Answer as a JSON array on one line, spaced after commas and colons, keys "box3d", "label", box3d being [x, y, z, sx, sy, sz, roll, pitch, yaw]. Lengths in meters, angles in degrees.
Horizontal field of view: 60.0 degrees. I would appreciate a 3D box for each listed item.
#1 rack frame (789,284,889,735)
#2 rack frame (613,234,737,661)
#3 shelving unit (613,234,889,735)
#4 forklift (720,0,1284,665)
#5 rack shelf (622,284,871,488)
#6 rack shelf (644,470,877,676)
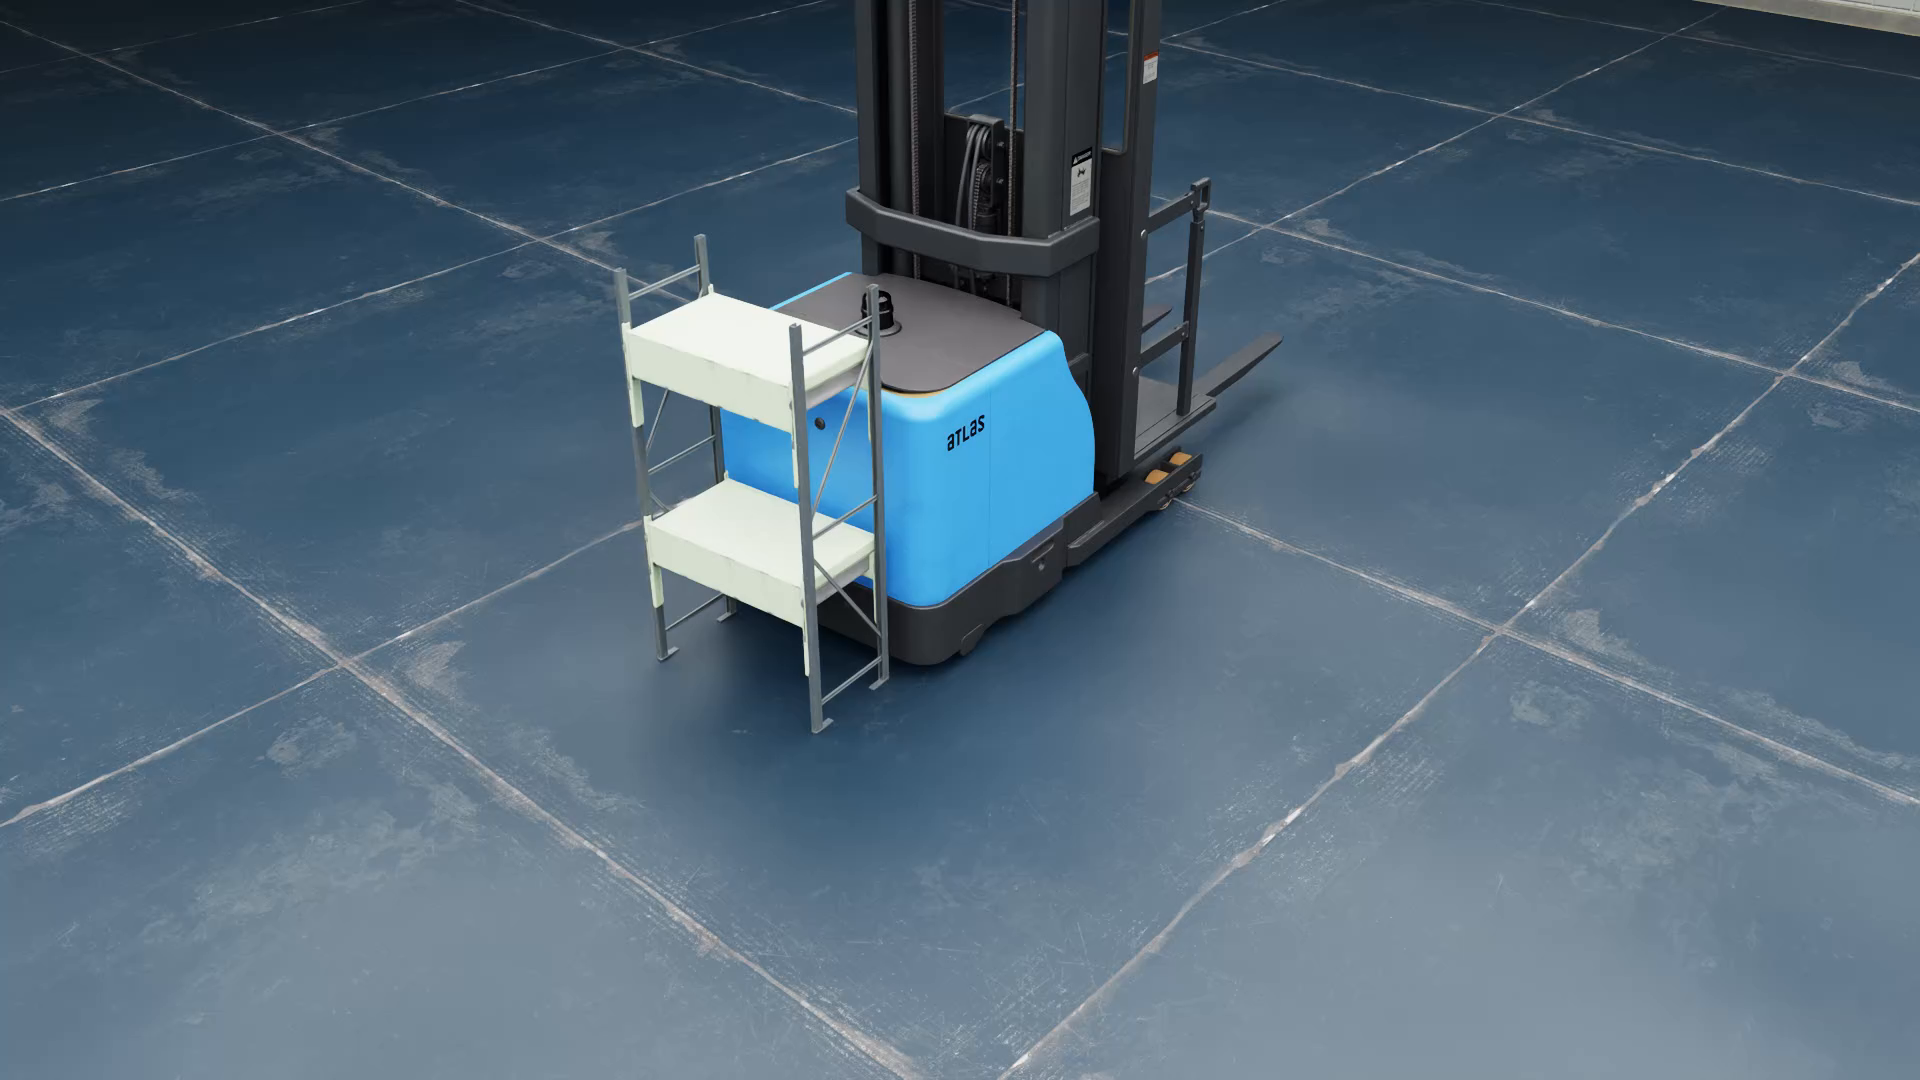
[{"box3d": [-0.378, -0.067, 5.407, 0.023, 1.500, 0.400, 21, 37, 30], "label": "rack frame"}, {"box3d": [-0.970, -0.289, 5.776, 0.023, 1.500, 0.400, 21, 37, 30], "label": "rack frame"}, {"box3d": [-0.674, -0.178, 5.592, 0.755, 1.500, 0.431, 21, 37, 30], "label": "shelving unit"}, {"box3d": [0.376, -1.517, 6.428, 1.130, 2.935, 3.031, 21, 37, 31], "label": "forklift"}, {"box3d": [-0.674, -0.512, 5.390, 0.720, 0.370, 0.431, 21, 37, 30], "label": "rack shelf"}, {"box3d": [-0.674, 0.101, 5.760, 0.720, 0.370, 0.431, 21, 37, 30], "label": "rack shelf"}]
